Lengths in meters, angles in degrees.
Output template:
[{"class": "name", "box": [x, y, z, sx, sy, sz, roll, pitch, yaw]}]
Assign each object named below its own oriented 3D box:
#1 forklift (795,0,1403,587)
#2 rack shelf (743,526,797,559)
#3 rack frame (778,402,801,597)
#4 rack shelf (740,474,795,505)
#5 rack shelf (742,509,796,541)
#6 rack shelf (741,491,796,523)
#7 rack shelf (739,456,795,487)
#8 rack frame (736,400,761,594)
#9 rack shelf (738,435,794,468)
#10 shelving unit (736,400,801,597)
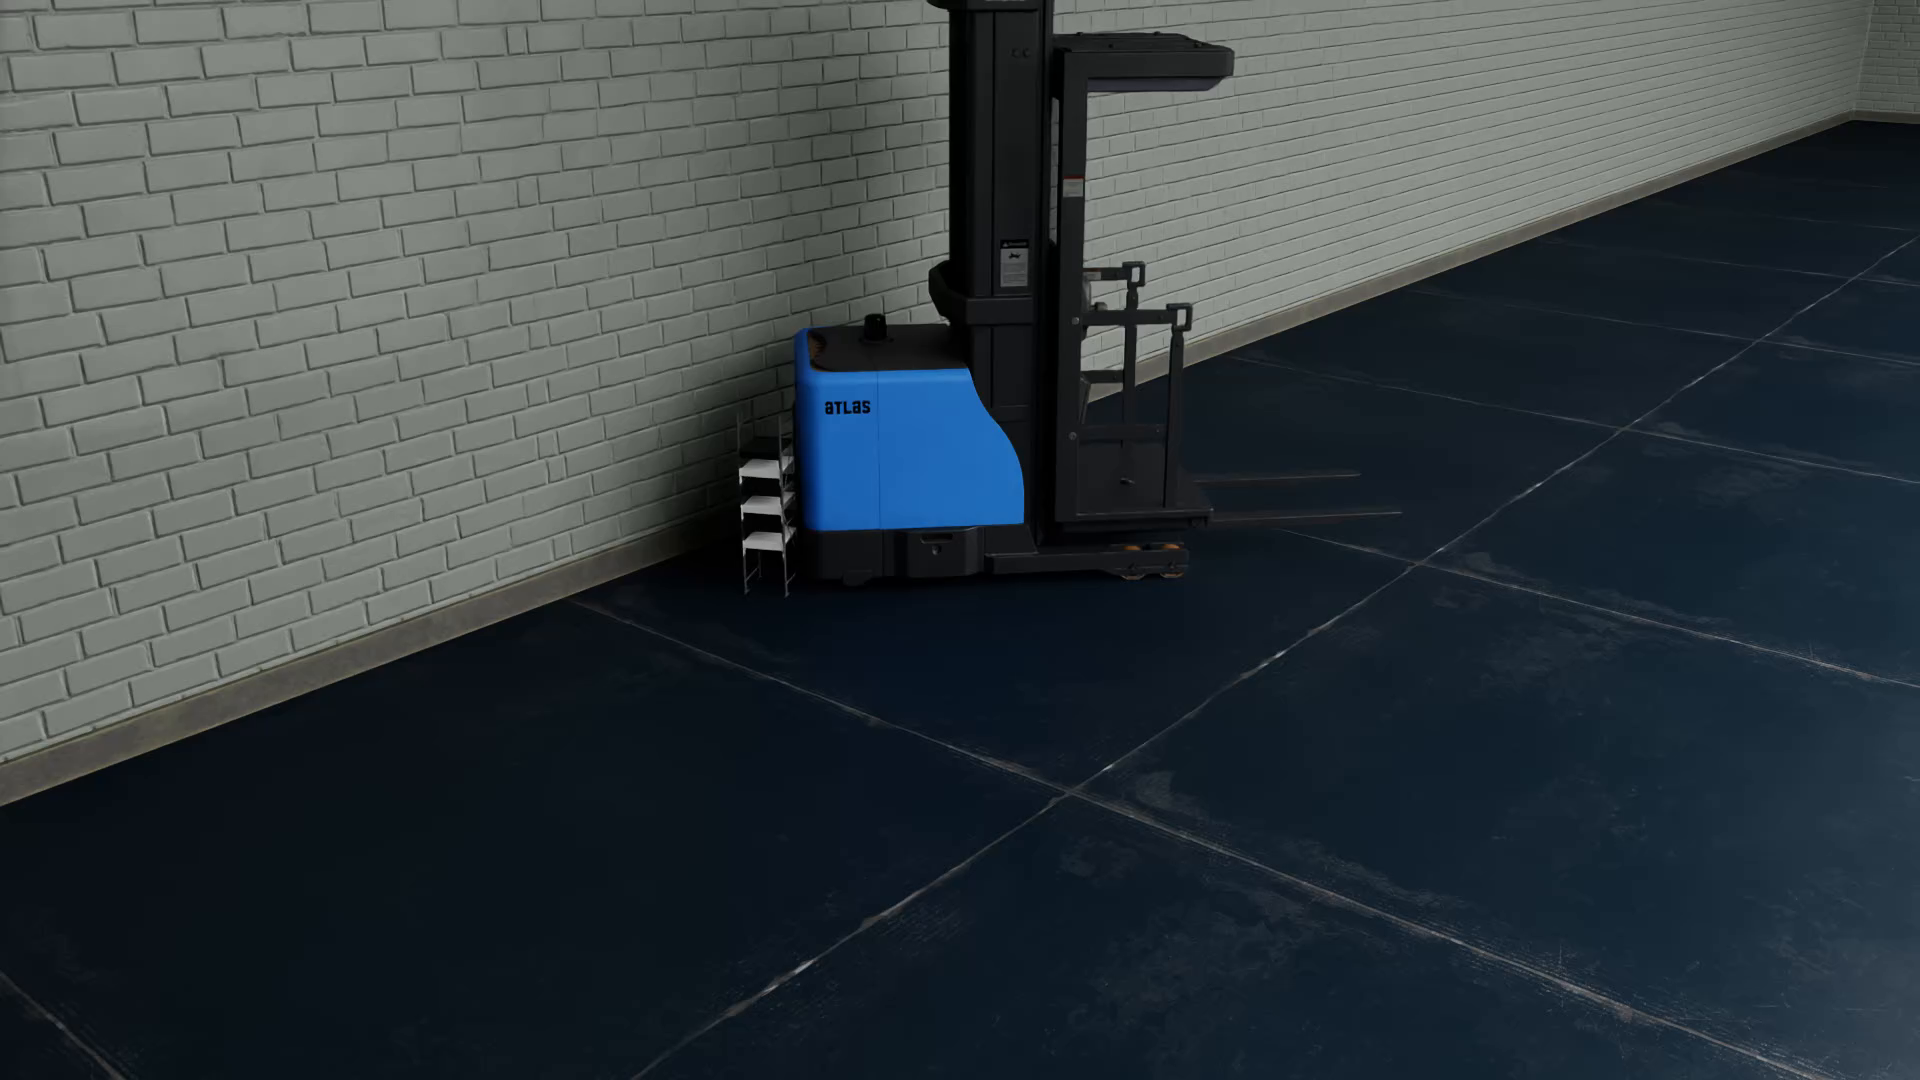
[{"class": "forklift", "box": [0.697, -1.357, 8.112, 3.031, 2.935, 1.130, -2, 21, -6]}, {"class": "rack shelf", "box": [-0.908, 0.004, 7.988, 0.200, 0.077, 0.258, 4, 21, 11]}, {"class": "rack frame", "box": [-0.808, -0.189, 7.893, 0.006, 0.900, 0.240, 4, 21, 11]}, {"class": "rack shelf", "box": [-0.908, -0.249, 7.893, 0.200, 0.077, 0.258, 4, 21, 11]}, {"class": "rack shelf", "box": [-0.908, -0.081, 7.956, 0.200, 0.077, 0.258, 4, 21, 11]}, {"class": "rack shelf", "box": [-0.908, -0.165, 7.925, 0.200, 0.077, 0.258, 4, 21, 11]}, {"class": "rack shelf", "box": [-0.908, -0.333, 7.861, 0.200, 0.077, 0.258, 4, 21, 11]}, {"class": "rack frame", "box": [-1.007, -0.203, 7.932, 0.006, 0.900, 0.240, 4, 21, 11]}, {"class": "rack shelf", "box": [-0.908, -0.418, 7.829, 0.200, 0.077, 0.258, 4, 21, 11]}, {"class": "shelving unit", "box": [-0.908, -0.196, 7.913, 0.210, 0.900, 0.258, 4, 21, 11]}]
